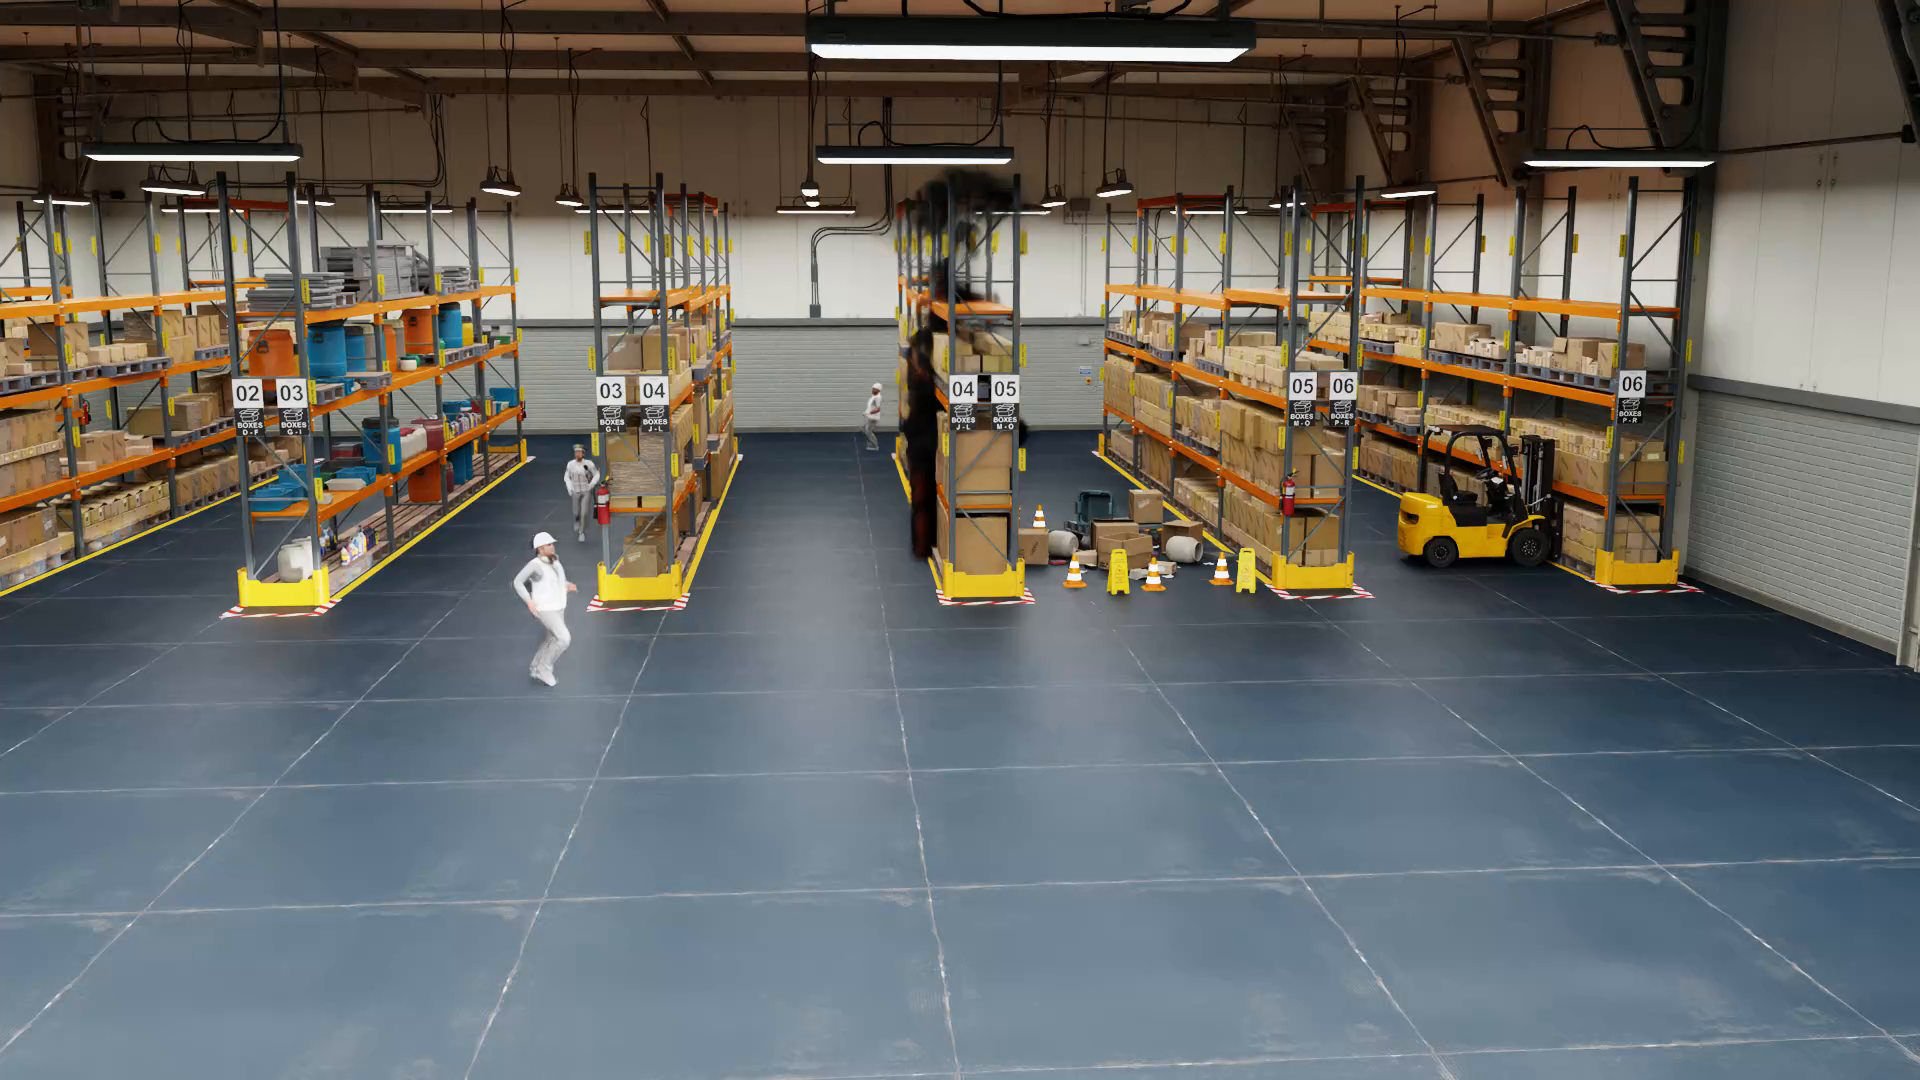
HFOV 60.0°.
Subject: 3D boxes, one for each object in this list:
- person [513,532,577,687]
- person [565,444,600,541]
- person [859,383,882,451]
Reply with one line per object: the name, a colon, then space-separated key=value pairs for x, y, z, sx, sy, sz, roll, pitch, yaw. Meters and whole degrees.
person: x=-4.709 y=0.797 z=19.121 sx=0.695 sy=1.773 sz=0.634 roll=3 pitch=11 yaw=18
person: x=-6.518 y=-0.838 z=28.733 sx=0.615 sy=1.676 sz=0.603 roll=-1 pitch=10 yaw=-4
person: x=-2.195 y=-3.021 z=40.864 sx=0.558 sy=1.706 sz=0.780 roll=-1 pitch=10 yaw=-6
